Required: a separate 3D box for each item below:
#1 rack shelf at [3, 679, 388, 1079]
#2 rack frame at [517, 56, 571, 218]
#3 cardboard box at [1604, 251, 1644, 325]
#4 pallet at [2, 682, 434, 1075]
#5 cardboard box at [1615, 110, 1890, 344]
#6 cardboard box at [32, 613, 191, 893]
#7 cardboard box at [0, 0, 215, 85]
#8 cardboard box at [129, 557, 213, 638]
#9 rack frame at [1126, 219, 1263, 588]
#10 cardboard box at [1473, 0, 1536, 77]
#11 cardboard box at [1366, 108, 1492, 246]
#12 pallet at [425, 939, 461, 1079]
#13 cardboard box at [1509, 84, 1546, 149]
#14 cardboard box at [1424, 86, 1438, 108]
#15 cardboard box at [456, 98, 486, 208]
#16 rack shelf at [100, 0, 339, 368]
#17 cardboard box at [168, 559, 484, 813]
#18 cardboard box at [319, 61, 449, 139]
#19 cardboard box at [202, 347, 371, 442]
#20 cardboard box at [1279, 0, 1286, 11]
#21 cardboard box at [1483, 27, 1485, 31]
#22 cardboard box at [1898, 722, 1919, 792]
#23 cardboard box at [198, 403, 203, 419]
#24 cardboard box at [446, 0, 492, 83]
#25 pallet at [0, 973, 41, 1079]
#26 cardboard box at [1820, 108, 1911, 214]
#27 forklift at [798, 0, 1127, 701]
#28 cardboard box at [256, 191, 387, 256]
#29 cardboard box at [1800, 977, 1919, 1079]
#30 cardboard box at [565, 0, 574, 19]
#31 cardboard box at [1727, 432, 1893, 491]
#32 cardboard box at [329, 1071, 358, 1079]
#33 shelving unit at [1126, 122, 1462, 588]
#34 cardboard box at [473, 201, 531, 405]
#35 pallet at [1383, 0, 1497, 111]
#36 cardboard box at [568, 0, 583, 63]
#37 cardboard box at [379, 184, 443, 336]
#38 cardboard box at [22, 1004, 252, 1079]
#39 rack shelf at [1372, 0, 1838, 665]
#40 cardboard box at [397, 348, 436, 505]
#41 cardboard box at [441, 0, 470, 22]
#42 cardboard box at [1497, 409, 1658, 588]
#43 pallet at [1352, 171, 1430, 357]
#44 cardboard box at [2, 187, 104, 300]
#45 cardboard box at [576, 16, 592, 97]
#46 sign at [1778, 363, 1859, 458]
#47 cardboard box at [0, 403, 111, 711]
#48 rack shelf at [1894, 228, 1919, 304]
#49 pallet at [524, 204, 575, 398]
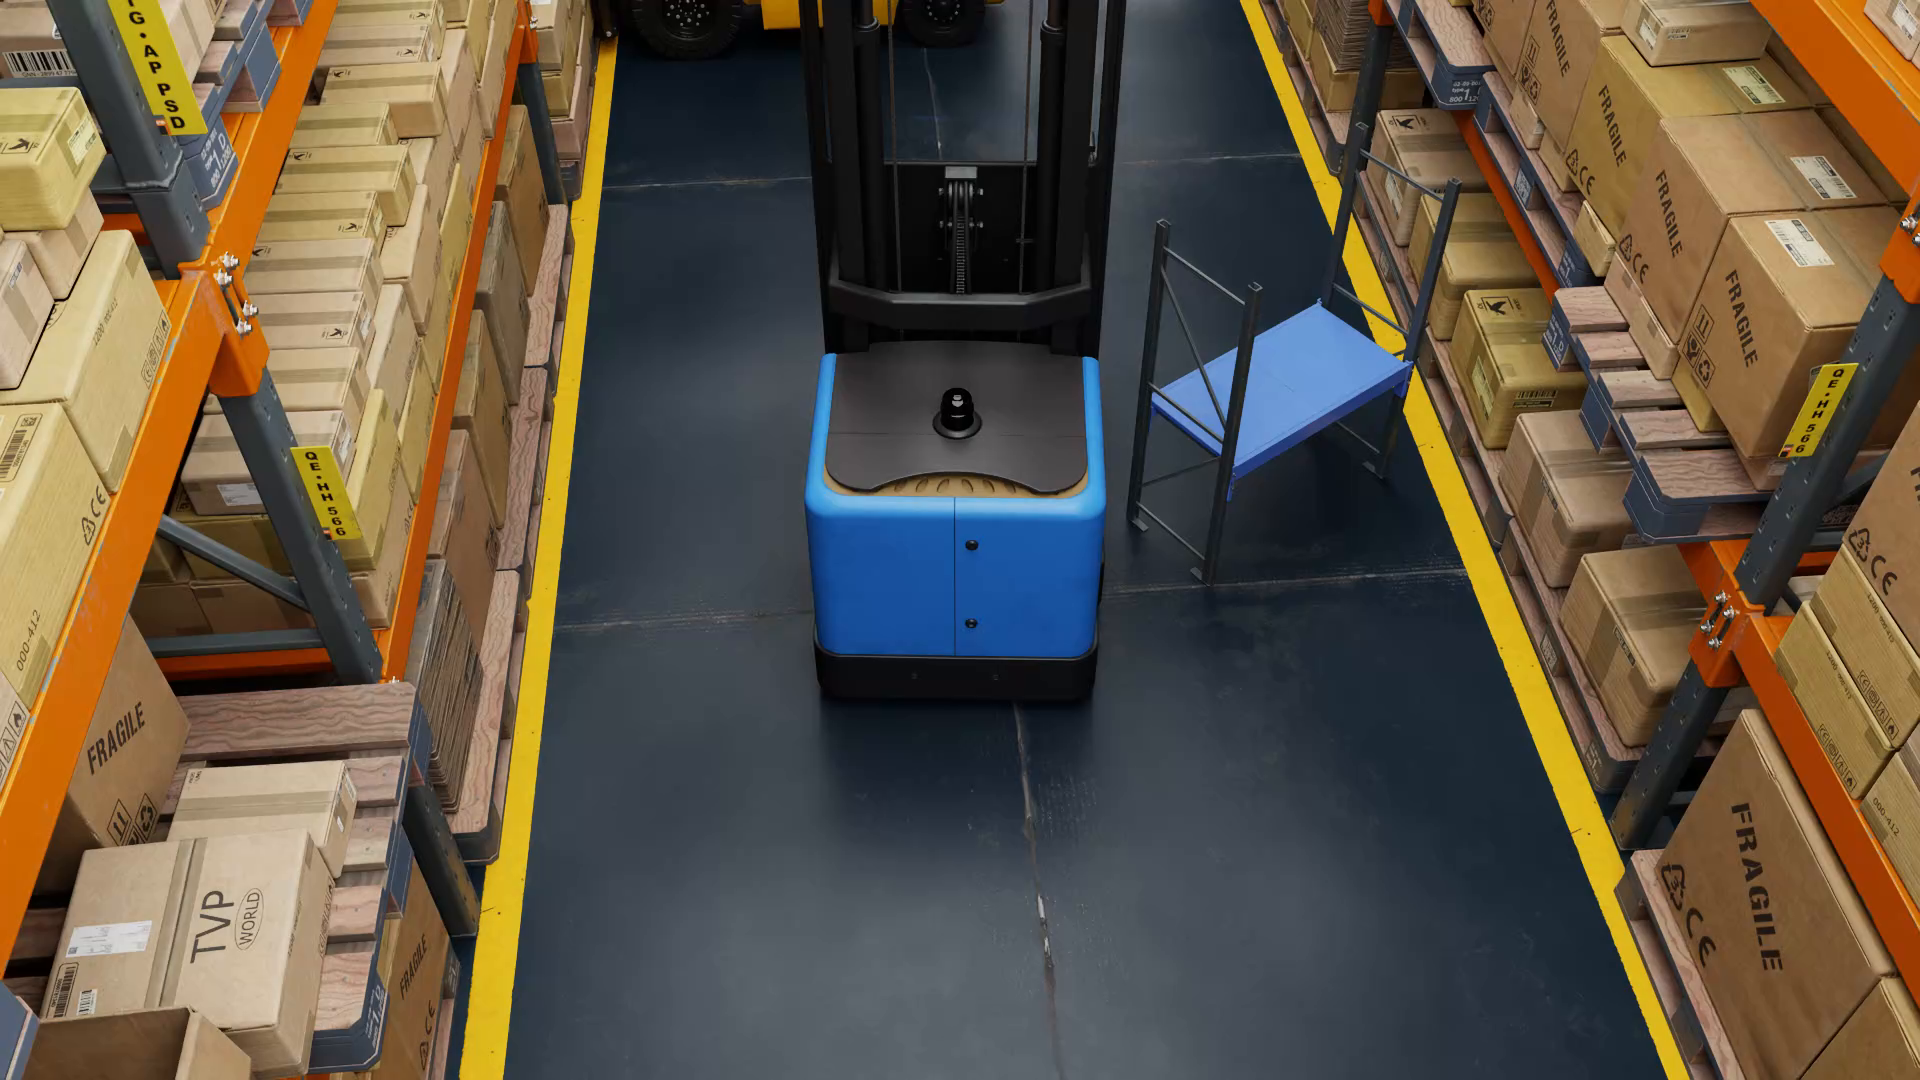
[{"bbox_3d":[-1.967,1.990,3.431,1.077,0.370,4.000,-3,47,-3],"label":"rack shelf"},{"bbox_3d":[-2.469,-2.598,7.281,1.000,3.000,0.127,-3,47,-3],"label":"rack frame"},{"bbox_3d":[2.376,-0.841,5.501,0.380,0.149,0.250,-5,47,-5],"label":"cardboard box"},{"bbox_3d":[-2.008,0.848,4.150,1.213,0.211,1.003,-3,47,-3],"label":"pallet"},{"bbox_3d":[2.442,-0.975,5.181,0.500,0.500,0.500,-4,47,-4],"label":"cardboard box"},{"bbox_3d":[-2.247,0.499,3.990,0.500,0.500,0.500,-2,47,-1],"label":"cardboard box"},{"bbox_3d":[-1.861,-1.105,3.604,0.380,0.166,0.250,-4,47,-3],"label":"cardboard box"},{"bbox_3d":[-2.427,0.038,4.888,0.500,0.250,0.500,-4,47,-4],"label":"cardboard box"},{"bbox_3d":[0.861,-0.474,6.303,0.032,1.500,0.500,-29,53,-25],"label":"rack frame"},{"bbox_3d":[2.300,-2.106,6.252,0.500,0.500,0.500,-4,47,-4],"label":"cardboard box"},{"bbox_3d":[2.523,-1.764,8.012,0.950,0.372,0.625,-3,47,-3],"label":"cardboard box"},{"bbox_3d":[-2.110,1.797,5.039,1.003,0.211,1.213,-3,47,-3],"label":"pallet"},{"bbox_3d":[2.289,-1.597,6.217,0.380,0.149,0.250,-2,47,-2],"label":"cardboard box"},{"bbox_3d":[2.696,-2.545,8.835,0.500,0.250,0.500,-5,47,-5],"label":"cardboard box"},{"bbox_3d":[-2.108,-1.473,6.319,0.500,0.250,0.500,-3,47,-3],"label":"cardboard box"},{"bbox_3d":[-2.302,-1.935,5.083,1.077,0.370,4.000,-3,47,-3],"label":"rack shelf"},{"bbox_3d":[-2.173,0.516,5.678,0.875,0.625,0.625,-2,47,-2],"label":"cardboard box"},{"bbox_3d":[-1.984,-1.512,5.737,0.380,0.149,0.250,-5,47,-4],"label":"cardboard box"},{"bbox_3d":[-1.891,-0.403,4.687,0.380,0.149,0.250,-3,47,-2],"label":"cardboard box"},{"bbox_3d":[2.067,-3.266,9.518,0.500,0.250,0.500,-3,47,-3],"label":"cardboard box"},{"bbox_3d":[2.320,-2.160,6.750,0.380,0.149,0.250,-1,47,-1],"label":"cardboard box"},{"bbox_3d":[2.650,0.627,3.986,0.500,0.250,0.500,-2,47,-2],"label":"cardboard box"},{"bbox_3d":[-2.494,-0.502,5.055,0.500,0.250,0.500,-3,47,-3],"label":"cardboard box"},{"bbox_3d":[-2.123,-2.007,6.480,0.500,0.250,0.500,-5,47,-4],"label":"cardboard box"},{"bbox_3d":[-1.874,0.997,1.940,1.213,0.211,1.003,-3,47,-3],"label":"pallet"},{"bbox_3d":[2.954,-1.006,5.210,0.500,0.500,0.500,-1,47,-1],"label":"cardboard box"},{"bbox_3d":[0.013,-1.462,6.252,1.130,2.935,3.031,1,47,1],"label":"forklift"},{"bbox_3d":[-2.024,-0.956,5.210,0.380,0.149,0.250,-3,47,-3],"label":"cardboard box"},{"bbox_3d":[2.857,1.728,4.358,0.875,0.875,0.875,-3,47,-3],"label":"cardboard box"},{"bbox_3d":[-2.230,-2.881,8.465,0.500,0.250,0.500,-3,47,-3],"label":"cardboard box"},{"bbox_3d":[2.550,-0.289,4.978,0.380,0.149,0.250,-2,47,-2],"label":"cardboard box"},{"bbox_3d":[-1.809,1.519,4.368,0.380,0.149,0.250,-5,47,-5],"label":"cardboard box"},{"bbox_3d":[1.263,-0.700,6.516,1.048,1.500,0.538,-29,53,-25],"label":"shelving unit"},{"bbox_3d":[-2.357,-0.987,7.102,0.875,0.625,0.625,-4,47,-4],"label":"cardboard box"},{"bbox_3d":[2.396,-2.275,7.107,1.003,0.211,1.213,-3,47,-3],"label":"pallet"},{"bbox_3d":[-2.246,-2.702,8.640,0.500,0.250,0.500,-4,47,-4],"label":"cardboard box"},{"bbox_3d":[-1.995,-0.902,5.434,0.500,0.250,0.500,-5,47,-4],"label":"cardboard box"},{"bbox_3d":[-1.814,1.286,3.243,0.797,0.503,0.637,-4,47,-4],"label":"cardboard box"},{"bbox_3d":[2.644,-1.208,6.460,1.077,0.370,4.000,-3,47,-3],"label":"rack shelf"},{"bbox_3d":[-1.965,-0.353,5.258,0.500,0.250,0.500,-4,47,-4],"label":"cardboard box"},{"bbox_3d":[-2.058,-2.074,6.269,0.380,0.149,0.250,-5,47,-5],"label":"cardboard box"},{"bbox_3d":[2.704,-0.192,6.523,0.950,0.372,0.625,-4,47,-4],"label":"cardboard box"},{"bbox_3d":[2.543,-1.380,8.049,1.003,0.211,1.213,-3,47,-3],"label":"pallet"},{"bbox_3d":[-1.865,-0.579,3.132,0.380,0.149,0.250,-3,47,-2],"label":"cardboard box"},{"bbox_3d":[-2.238,-2.534,8.825,0.500,0.250,0.500,-4,47,-4],"label":"cardboard box"},{"bbox_3d":[2.272,-0.340,4.399,0.100,0.325,0.005,-3,47,-3],"label":"sign"},{"bbox_3d":[-1.807,0.036,2.824,0.500,0.250,0.500,-3,47,-3],"label":"cardboard box"},{"bbox_3d":[2.979,0.654,2.630,1.077,0.370,4.000,-3,47,-3],"label":"rack shelf"},{"bbox_3d":[-2.369,-1.109,7.791,1.003,0.211,1.213,-3,47,-3],"label":"pallet"}]
